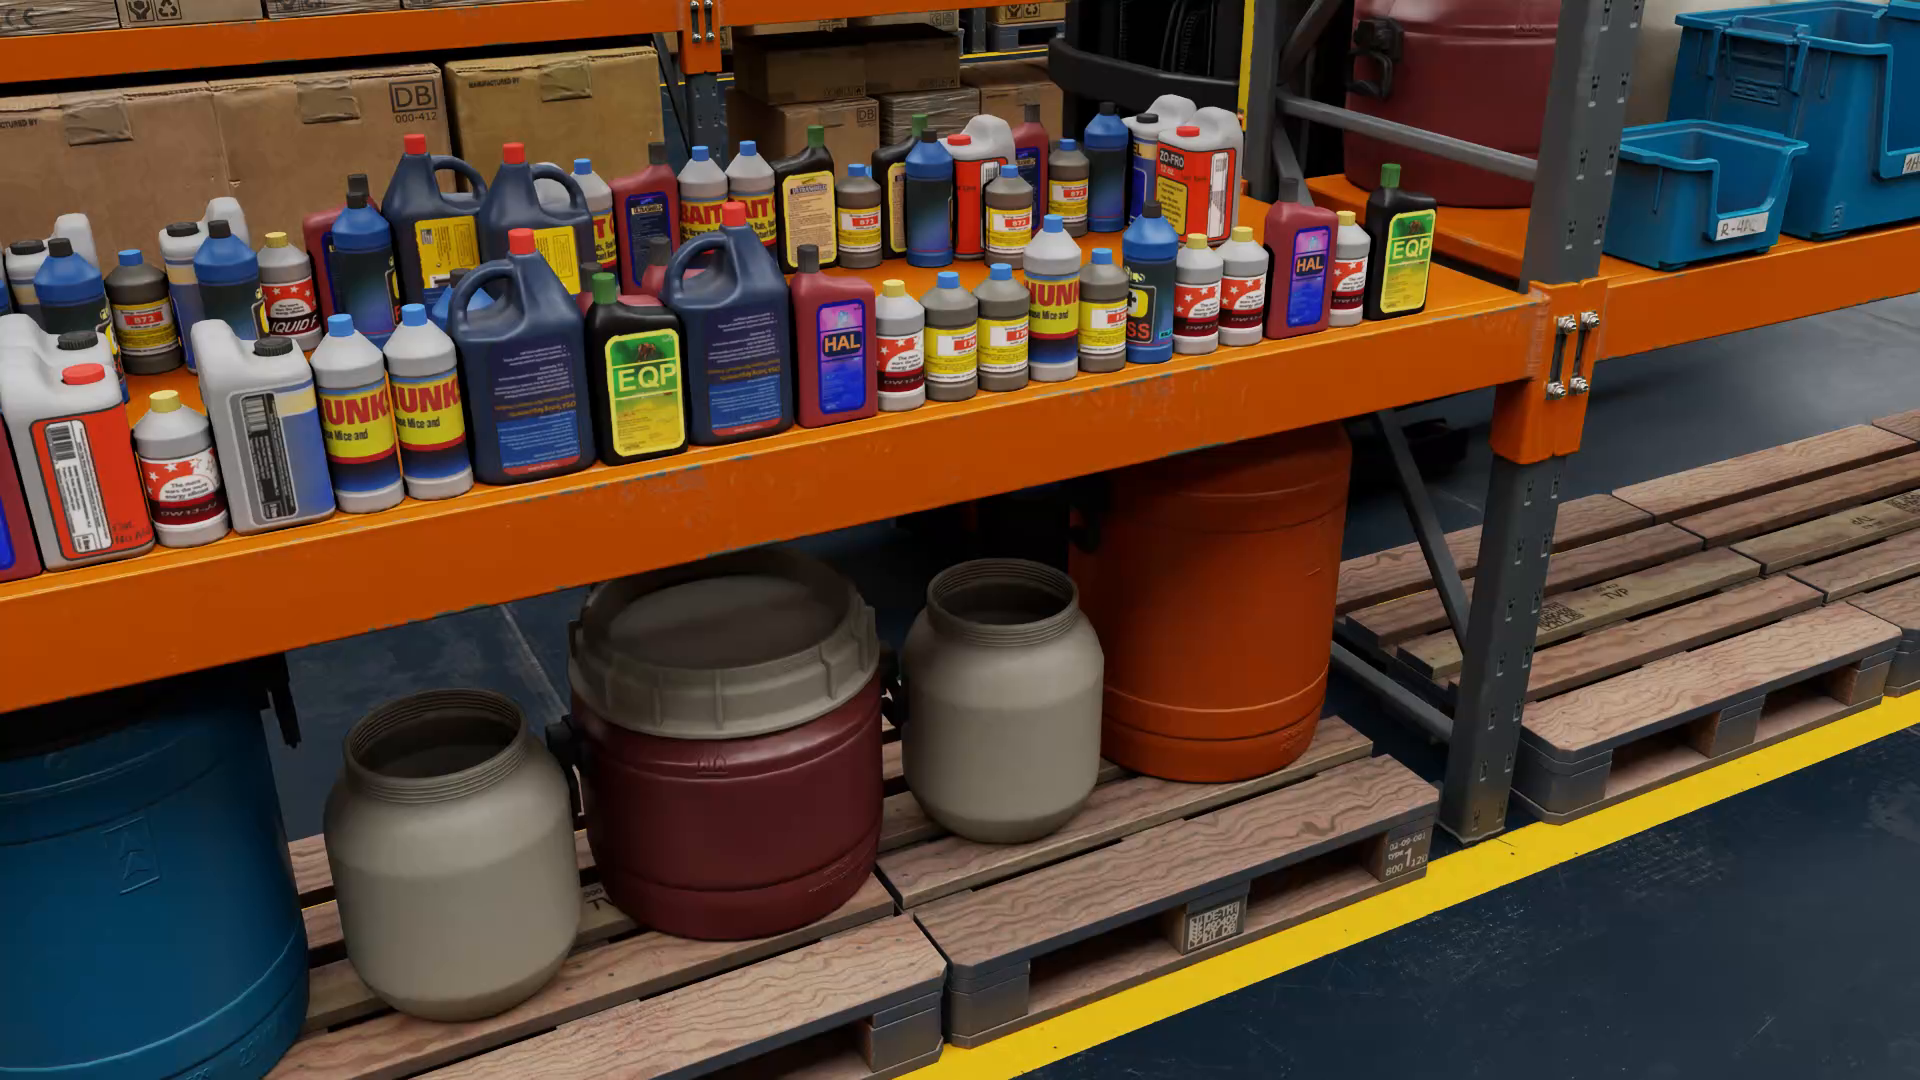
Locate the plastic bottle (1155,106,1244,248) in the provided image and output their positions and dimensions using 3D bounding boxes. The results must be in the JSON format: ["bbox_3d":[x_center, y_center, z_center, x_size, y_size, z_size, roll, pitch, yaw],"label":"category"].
[{"bbox_3d":[0.504,-0.775,3.541,0.135,0.276,0.152,-13,29,-25],"label":"plastic bottle"}]

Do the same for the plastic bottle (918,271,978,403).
[{"bbox_3d":[-0.019,-0.336,2.714,0.097,0.201,0.097,0,26,0],"label":"plastic bottle"}]

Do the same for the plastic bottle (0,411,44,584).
[{"bbox_3d":[-1.255,-0.079,2.083,0.133,0.283,0.061,-13,29,-25],"label":"plastic bottle"}]

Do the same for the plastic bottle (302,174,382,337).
[{"bbox_3d":[-1.094,-0.506,2.973,0.133,0.283,0.061,-13,29,-25],"label":"plastic bottle"}]

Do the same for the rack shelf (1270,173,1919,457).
[{"bbox_3d":[2.731,-0.936,4.566,4.000,0.370,1.077,-13,29,-25],"label":"rack shelf"}]

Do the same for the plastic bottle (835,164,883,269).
[{"bbox_3d":[-0.209,-0.665,3.398,0.097,0.201,0.097,0,26,0],"label":"plastic bottle"}]

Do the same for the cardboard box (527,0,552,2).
[{"bbox_3d":[-1.683,-2.595,7.073,0.500,0.500,0.500,-12,28,-24],"label":"cardboard box"}]

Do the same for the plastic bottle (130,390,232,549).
[{"bbox_3d":[-1.043,-0.100,2.221,0.097,0.201,0.097,0,26,0],"label":"plastic bottle"}]

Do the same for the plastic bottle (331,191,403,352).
[{"bbox_3d":[-1.041,-0.474,2.921,0.097,0.271,0.097,0,26,0],"label":"plastic bottle"}]

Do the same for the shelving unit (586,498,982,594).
[{"bbox_3d":[-0.510,-0.347,4.673,1.048,1.125,0.538,-15,30,-29],"label":"shelving unit"}]

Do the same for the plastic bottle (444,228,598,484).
[{"bbox_3d":[-0.639,-0.272,2.407,0.185,0.351,0.144,-13,29,-25],"label":"plastic bottle"}]

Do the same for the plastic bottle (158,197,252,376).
[{"bbox_3d":[-1.277,-0.438,2.841,0.135,0.276,0.152,-13,29,-25],"label":"plastic bottle"}]

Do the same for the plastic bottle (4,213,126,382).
[{"bbox_3d":[-1.481,-0.391,2.742,0.135,0.276,0.152,-13,29,-25],"label":"plastic bottle"}]

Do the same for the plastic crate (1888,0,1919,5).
[{"bbox_3d":[2.536,-1.094,3.990,0.583,0.464,0.402,-13,29,-25],"label":"plastic crate"}]

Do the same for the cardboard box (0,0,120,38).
[{"bbox_3d":[-3.485,-2.178,6.205,0.500,0.500,0.500,-14,29,-26],"label":"cardboard box"}]

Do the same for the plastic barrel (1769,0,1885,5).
[{"bbox_3d":[2.145,-1.281,4.323,0.421,0.512,0.421,0,26,0],"label":"plastic barrel"}]

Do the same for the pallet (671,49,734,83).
[{"bbox_3d":[-1.803,-3.781,12.882,1.213,0.211,1.003,-13,29,-25],"label":"pallet"}]

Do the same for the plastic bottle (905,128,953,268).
[{"bbox_3d":[-0.062,-0.700,3.391,0.097,0.271,0.097,0,26,0],"label":"plastic bottle"}]

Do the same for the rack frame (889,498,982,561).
[{"bbox_3d":[-0.081,-0.465,4.919,0.032,1.125,0.500,-15,30,-29],"label":"rack frame"}]

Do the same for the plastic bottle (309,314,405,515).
[{"bbox_3d":[-0.838,-0.178,2.305,0.097,0.271,0.097,0,26,0],"label":"plastic bottle"}]

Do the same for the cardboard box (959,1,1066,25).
[{"bbox_3d":[0.508,-4.807,13.767,0.875,0.875,0.875,-13,28,-24],"label":"cardboard box"}]

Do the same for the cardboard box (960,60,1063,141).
[{"bbox_3d":[0.198,-2.196,8.739,0.500,0.500,0.700,-11,28,-21],"label":"cardboard box"}]

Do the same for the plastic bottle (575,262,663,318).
[{"bbox_3d":[-0.508,-0.281,2.505,0.133,0.283,0.061,-13,29,-25],"label":"plastic bottle"}]

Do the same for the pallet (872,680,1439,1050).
[{"bbox_3d":[0.290,0.580,3.798,1.213,0.211,1.003,-13,29,-25],"label":"pallet"}]

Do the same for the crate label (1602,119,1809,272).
[{"bbox_3d":[1.515,-0.721,3.479,0.416,0.233,0.303,-13,29,-25],"label":"crate label"}]

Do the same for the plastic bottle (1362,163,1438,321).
[{"bbox_3d":[0.810,-0.555,3.076,0.133,0.283,0.061,-13,29,-25],"label":"plastic bottle"}]

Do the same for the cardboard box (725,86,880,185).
[{"bbox_3d":[-0.782,-1.961,8.247,0.500,0.500,0.700,-15,29,-28],"label":"cardboard box"}]

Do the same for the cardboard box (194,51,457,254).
[{"bbox_3d":[-2.773,-1.665,7.222,0.875,0.875,1.225,-13,29,-25],"label":"cardboard box"}]

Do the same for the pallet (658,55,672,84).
[{"bbox_3d":[-2.878,-3.535,12.368,1.213,0.211,1.003,-13,29,-25],"label":"pallet"}]

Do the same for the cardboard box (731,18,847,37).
[{"bbox_3d":[-1.438,-4.294,12.842,0.750,0.750,1.050,-13,29,-25],"label":"cardboard box"}]

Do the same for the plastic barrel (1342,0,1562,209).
[{"bbox_3d":[1.233,-1.125,3.970,0.708,0.536,0.600,-13,29,-25],"label":"plastic barrel"}]

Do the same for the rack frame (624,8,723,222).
[{"bbox_3d":[-1.364,-2.745,7.502,0.127,3.000,1.000,-13,29,-25],"label":"rack frame"}]

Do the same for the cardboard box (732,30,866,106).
[{"bbox_3d":[-0.787,-2.302,8.093,0.500,0.250,0.500,-12,28,-23],"label":"cardboard box"}]

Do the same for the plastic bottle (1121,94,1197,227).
[{"bbox_3d":[0.433,-0.833,3.662,0.135,0.276,0.152,-13,29,-25],"label":"plastic bottle"}]

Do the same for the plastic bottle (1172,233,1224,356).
[{"bbox_3d":[0.410,-0.435,2.920,0.097,0.201,0.097,0,26,0],"label":"plastic bottle"}]

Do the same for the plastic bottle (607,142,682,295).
[{"bbox_3d":[-0.608,-0.618,3.207,0.133,0.283,0.061,-13,29,-25],"label":"plastic bottle"}]

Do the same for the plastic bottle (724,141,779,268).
[{"bbox_3d":[-0.412,-0.649,3.285,0.097,0.271,0.097,0,26,0],"label":"plastic bottle"}]

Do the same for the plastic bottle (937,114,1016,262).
[{"bbox_3d":[0.024,-0.739,3.466,0.135,0.276,0.152,-13,29,-25],"label":"plastic bottle"}]

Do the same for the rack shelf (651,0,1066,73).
[{"bbox_3d":[0.401,-2.828,8.506,4.000,0.370,1.077,-13,29,-25],"label":"rack shelf"}]

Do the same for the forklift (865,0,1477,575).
[{"bbox_3d":[1.151,-1.687,5.377,3.031,2.935,1.130,-15,30,-29],"label":"forklift"}]

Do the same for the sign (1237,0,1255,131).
[{"bbox_3d":[0.701,-1.136,3.961,0.005,0.325,0.100,-13,29,-25],"label":"sign"}]

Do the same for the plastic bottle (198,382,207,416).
[{"bbox_3d":[-1.029,-0.178,2.384,0.097,0.201,0.097,0,26,0],"label":"plastic bottle"}]

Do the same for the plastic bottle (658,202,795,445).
[{"bbox_3d":[-0.358,-0.337,2.542,0.185,0.351,0.144,-13,29,-25],"label":"plastic bottle"}]

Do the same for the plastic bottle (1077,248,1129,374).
[{"bbox_3d":[0.239,-0.396,2.838,0.097,0.201,0.097,0,26,0],"label":"plastic bottle"}]

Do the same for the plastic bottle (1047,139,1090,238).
[{"bbox_3d":[0.232,-0.766,3.610,0.097,0.201,0.097,0,26,0],"label":"plastic bottle"}]

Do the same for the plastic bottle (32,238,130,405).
[{"bbox_3d":[-1.406,-0.345,2.652,0.097,0.271,0.097,0,26,0],"label":"plastic bottle"}]

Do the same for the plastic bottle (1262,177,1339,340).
[{"bbox_3d":[0.607,-0.508,2.978,0.133,0.283,0.061,-13,29,-25],"label":"plastic bottle"}]

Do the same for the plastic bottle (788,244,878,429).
[{"bbox_3d":[-0.198,-0.323,2.591,0.133,0.283,0.061,-13,29,-25],"label":"plastic bottle"}]

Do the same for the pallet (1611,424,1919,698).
[{"bbox_3d":[2.743,0.014,4.977,1.213,0.211,1.003,-13,29,-25],"label":"pallet"}]

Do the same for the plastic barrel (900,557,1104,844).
[{"bbox_3d":[0.087,0.334,3.478,0.421,0.512,0.421,0,26,0],"label":"plastic barrel"}]

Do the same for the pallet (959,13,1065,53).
[{"bbox_3d":[0.628,-4.342,14.050,1.213,0.211,1.003,-13,29,-25],"label":"pallet"}]

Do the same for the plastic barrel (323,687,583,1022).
[{"bbox_3d":[-0.910,0.564,2.999,0.421,0.512,0.421,0,26,0],"label":"plastic barrel"}]

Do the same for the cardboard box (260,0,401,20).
[{"bbox_3d":[-2.582,-2.389,6.644,0.500,0.500,0.500,-14,29,-27],"label":"cardboard box"}]

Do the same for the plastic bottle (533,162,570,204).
[{"bbox_3d":[-0.791,-0.550,3.074,0.135,0.276,0.152,-13,29,-25],"label":"plastic bottle"}]
